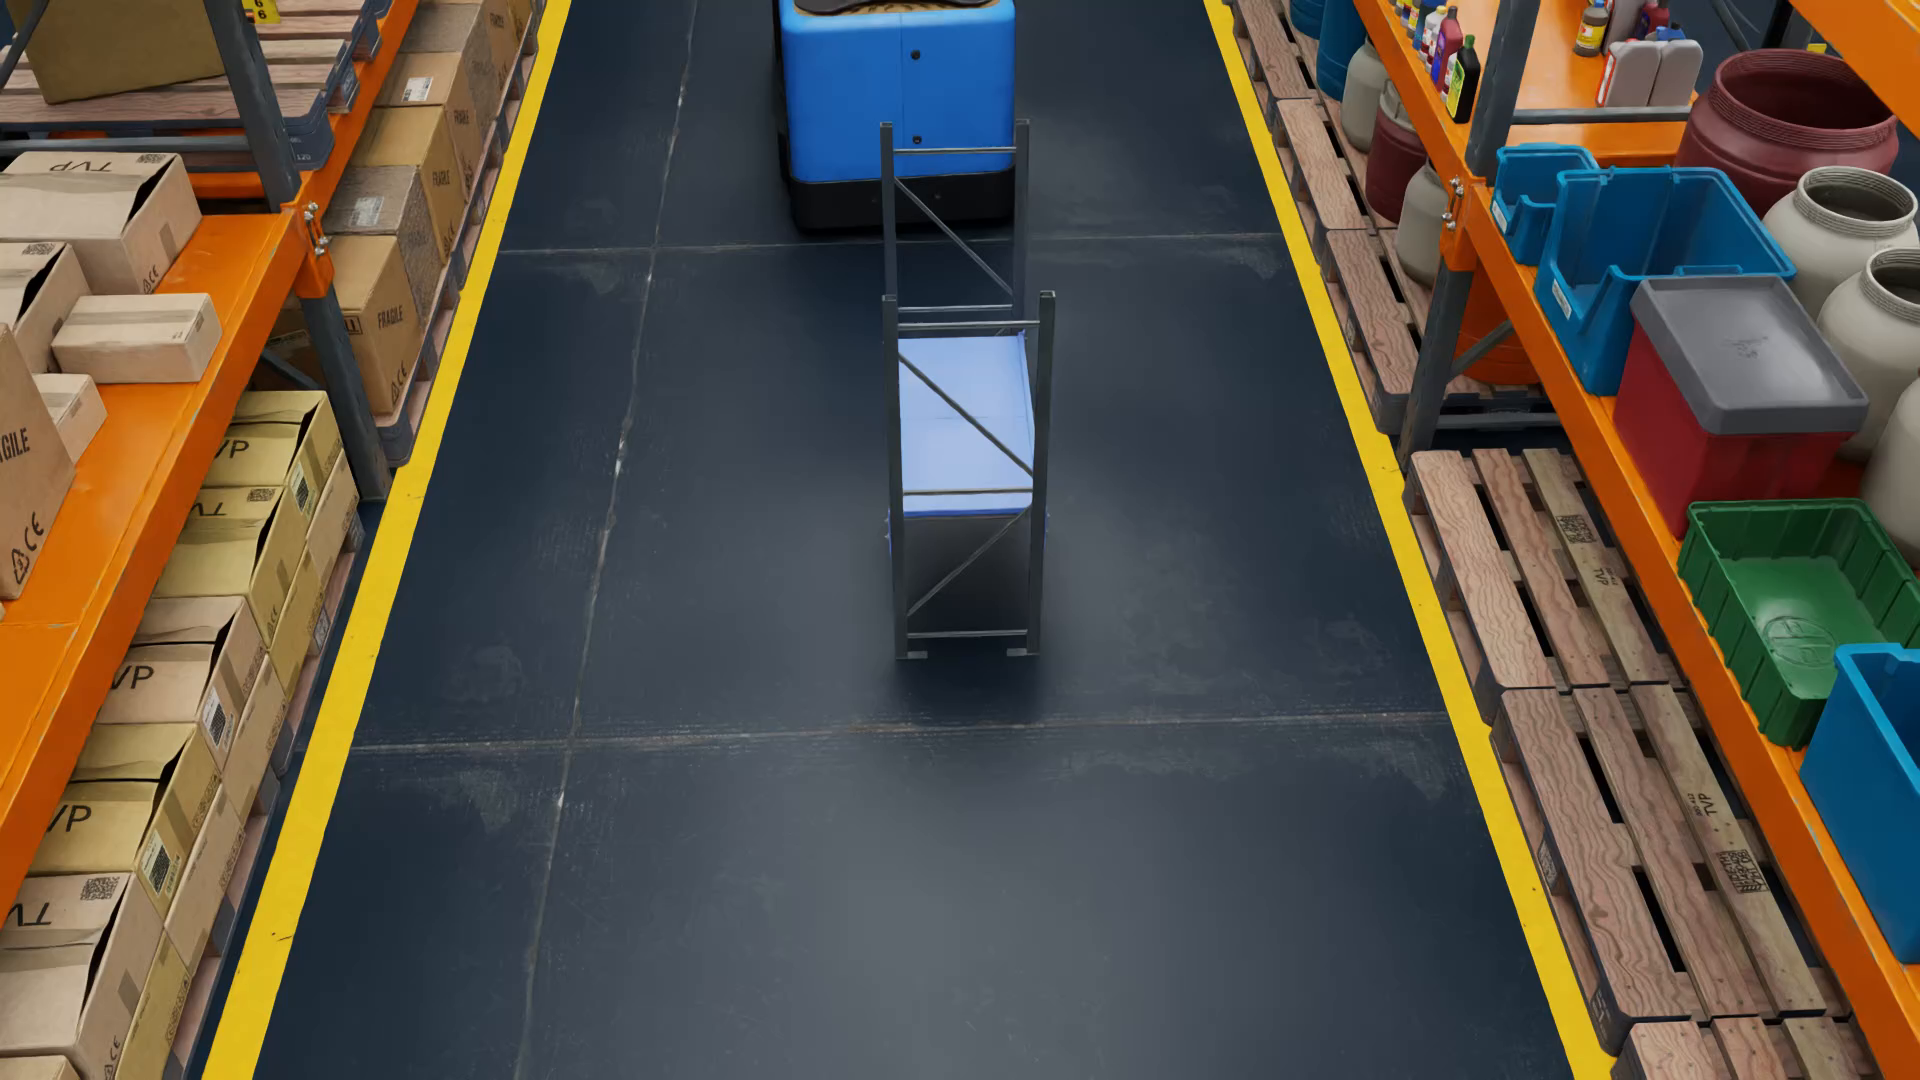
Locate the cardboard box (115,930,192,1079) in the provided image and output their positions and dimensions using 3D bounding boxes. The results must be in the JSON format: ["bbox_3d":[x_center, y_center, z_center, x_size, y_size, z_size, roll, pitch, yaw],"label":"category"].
[{"bbox_3d":[-2.357,1.305,4.331,0.500,0.250,0.500,-3,43,-3],"label":"cardboard box"}]

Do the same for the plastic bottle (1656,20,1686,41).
[{"bbox_3d":[2.564,-1.753,6.037,0.097,0.271,0.097,0,43,0],"label":"plastic bottle"}]

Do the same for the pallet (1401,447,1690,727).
[{"bbox_3d":[2.231,0.132,5.949,1.003,0.211,1.213,-2,43,-2],"label":"pallet"}]

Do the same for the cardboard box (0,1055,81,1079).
[{"bbox_3d":[-2.327,1.448,3.759,0.500,0.311,0.500,-2,43,-2],"label":"cardboard box"}]

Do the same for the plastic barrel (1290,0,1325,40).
[{"bbox_3d":[2.073,-3.134,8.691,0.600,0.901,0.708,-2,43,-2],"label":"plastic barrel"}]

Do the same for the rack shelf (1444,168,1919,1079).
[{"bbox_3d":[2.321,0.196,4.349,1.077,0.370,4.000,-2,43,-2],"label":"rack shelf"}]

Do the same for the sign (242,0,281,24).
[{"bbox_3d":[-2.158,-1.725,5.055,0.100,0.325,0.005,-2,43,-2],"label":"sign"}]

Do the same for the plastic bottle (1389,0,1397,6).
[{"bbox_3d":[1.772,-2.236,6.616,0.097,0.201,0.097,0,43,0],"label":"plastic bottle"}]

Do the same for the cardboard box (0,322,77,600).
[{"bbox_3d":[-2.625,-0.185,4.157,0.500,0.500,0.500,-4,43,-4],"label":"cardboard box"}]

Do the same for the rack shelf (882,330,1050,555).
[{"bbox_3d":[0.004,-0.363,5.802,0.538,0.185,1.000,-2,43,-2],"label":"rack shelf"}]

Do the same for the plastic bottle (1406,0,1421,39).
[{"bbox_3d":[1.784,-2.039,6.401,0.097,0.201,0.097,0,43,0],"label":"plastic bottle"}]

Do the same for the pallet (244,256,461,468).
[{"bbox_3d":[-2.706,-0.757,6.920,1.003,0.211,1.213,-2,43,-2],"label":"pallet"}]

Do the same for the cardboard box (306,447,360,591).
[{"bbox_3d":[-2.446,-0.073,5.834,0.500,0.250,0.500,-1,43,-1],"label":"cardboard box"}]

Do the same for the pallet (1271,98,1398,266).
[{"bbox_3d":[2.113,-1.744,7.997,1.003,0.211,1.213,-2,43,-2],"label":"pallet"}]

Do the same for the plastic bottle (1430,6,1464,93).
[{"bbox_3d":[1.783,-1.793,6.073,0.061,0.283,0.133,-2,43,-2],"label":"plastic bottle"}]

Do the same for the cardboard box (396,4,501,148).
[{"bbox_3d":[-2.542,-2.224,7.980,0.500,0.500,0.500,-1,43,-1],"label":"cardboard box"}]

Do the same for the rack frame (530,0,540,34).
[{"bbox_3d":[-2.882,-3.980,8.373,1.000,3.000,0.127,-2,43,-2],"label":"rack frame"}]

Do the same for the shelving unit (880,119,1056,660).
[{"bbox_3d":[0.004,-0.495,5.680,0.538,1.500,1.048,-2,43,-2],"label":"shelving unit"}]

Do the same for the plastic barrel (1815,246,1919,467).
[{"bbox_3d":[2.512,-0.488,4.480,0.421,0.512,0.421,0,43,0],"label":"plastic barrel"}]

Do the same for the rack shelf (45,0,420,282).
[{"bbox_3d":[-2.797,-2.365,7.143,1.077,0.370,4.000,-2,43,-2],"label":"rack shelf"}]

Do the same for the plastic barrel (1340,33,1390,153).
[{"bbox_3d":[2.038,-2.128,7.882,0.421,0.512,0.421,0,43,0],"label":"plastic barrel"}]

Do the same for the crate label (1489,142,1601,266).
[{"bbox_3d":[1.880,-1.063,5.313,0.303,0.233,0.416,-2,43,-2],"label":"crate label"}]

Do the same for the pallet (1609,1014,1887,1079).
[{"bbox_3d":[2.334,1.780,4.152,1.003,0.211,1.213,-2,43,-2],"label":"pallet"}]

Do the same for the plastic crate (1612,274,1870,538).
[{"bbox_3d":[1.999,-0.344,4.358,0.402,0.464,0.583,-2,43,-2],"label":"plastic crate"}]

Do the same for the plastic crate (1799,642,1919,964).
[{"bbox_3d":[2.049,0.551,3.441,0.392,0.384,0.575,-2,43,-2],"label":"plastic crate"}]

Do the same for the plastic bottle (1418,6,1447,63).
[{"bbox_3d":[1.793,-1.907,6.258,0.097,0.201,0.097,0,43,0],"label":"plastic bottle"}]

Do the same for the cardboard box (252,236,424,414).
[{"bbox_3d":[-2.446,-0.836,6.467,0.500,0.500,0.500,0,43,0],"label":"cardboard box"}]

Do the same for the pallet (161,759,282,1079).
[{"bbox_3d":[-2.668,1.126,4.865,1.003,0.211,1.213,-2,43,-2],"label":"pallet"}]

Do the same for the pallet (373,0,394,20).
[{"bbox_3d":[-2.800,-2.522,6.924,1.003,0.211,1.213,-2,43,-2],"label":"pallet"}]

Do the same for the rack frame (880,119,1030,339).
[{"bbox_3d":[-0.018,-0.838,6.055,0.500,1.500,0.032,-2,43,-2],"label":"rack frame"}]

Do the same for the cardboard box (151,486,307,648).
[{"bbox_3d":[-2.416,0.069,5.264,0.500,0.311,0.500,-2,43,-2],"label":"cardboard box"}]

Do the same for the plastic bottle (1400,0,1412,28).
[{"bbox_3d":[1.780,-2.130,6.449,0.097,0.271,0.097,0,43,0],"label":"plastic bottle"}]

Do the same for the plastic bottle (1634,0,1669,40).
[{"bbox_3d":[2.573,-1.901,6.191,0.061,0.283,0.133,-2,43,-2],"label":"plastic bottle"}]

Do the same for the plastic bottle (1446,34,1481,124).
[{"bbox_3d":[1.793,-1.638,5.903,0.061,0.283,0.133,-2,43,-2],"label":"plastic bottle"}]

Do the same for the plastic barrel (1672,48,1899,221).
[{"bbox_3d":[2.559,-1.165,5.201,0.600,0.536,0.708,-2,43,-2],"label":"plastic barrel"}]

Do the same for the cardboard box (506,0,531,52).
[{"bbox_3d":[-2.575,-2.896,8.714,0.500,0.500,0.500,-2,43,-2],"label":"cardboard box"}]

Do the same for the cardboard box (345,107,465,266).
[{"bbox_3d":[-2.490,-1.528,7.222,0.500,0.500,0.500,-2,43,-2],"label":"cardboard box"}]

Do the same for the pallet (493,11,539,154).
[{"bbox_3d":[-2.810,-2.404,8.717,1.003,0.211,1.213,-2,43,-2],"label":"pallet"}]

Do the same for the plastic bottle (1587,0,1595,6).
[{"bbox_3d":[2.552,-2.238,6.558,0.061,0.283,0.133,-2,43,-2],"label":"plastic bottle"}]

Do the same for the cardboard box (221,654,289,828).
[{"bbox_3d":[-2.403,0.614,5.084,0.500,0.250,0.500,-1,43,-1],"label":"cardboard box"}]

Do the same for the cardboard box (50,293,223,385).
[{"bbox_3d":[-2.398,-0.588,4.858,0.380,0.149,0.250,-2,43,-2],"label":"cardboard box"}]

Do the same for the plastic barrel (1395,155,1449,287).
[{"bbox_3d":[2.085,-1.366,7.050,0.421,0.512,0.421,0,43,0],"label":"plastic barrel"}]

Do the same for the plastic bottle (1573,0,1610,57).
[{"bbox_3d":[2.398,-1.944,6.298,0.097,0.201,0.097,0,43,0],"label":"plastic bottle"}]

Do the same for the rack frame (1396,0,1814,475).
[{"bbox_3d":[2.237,-1.420,5.579,1.000,3.000,0.127,-2,43,-2],"label":"rack frame"}]

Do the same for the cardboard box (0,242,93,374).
[{"bbox_3d":[-2.868,-0.638,4.792,0.500,0.311,0.500,-2,43,-2],"label":"cardboard box"}]

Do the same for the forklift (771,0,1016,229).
[{"bbox_3d":[-0.427,-3.520,7.921,1.130,2.935,3.031,-5,43,-5],"label":"forklift"}]

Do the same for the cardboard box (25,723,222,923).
[{"bbox_3d":[-2.378,0.748,4.523,0.500,0.311,0.500,-1,43,-1],"label":"cardboard box"}]
